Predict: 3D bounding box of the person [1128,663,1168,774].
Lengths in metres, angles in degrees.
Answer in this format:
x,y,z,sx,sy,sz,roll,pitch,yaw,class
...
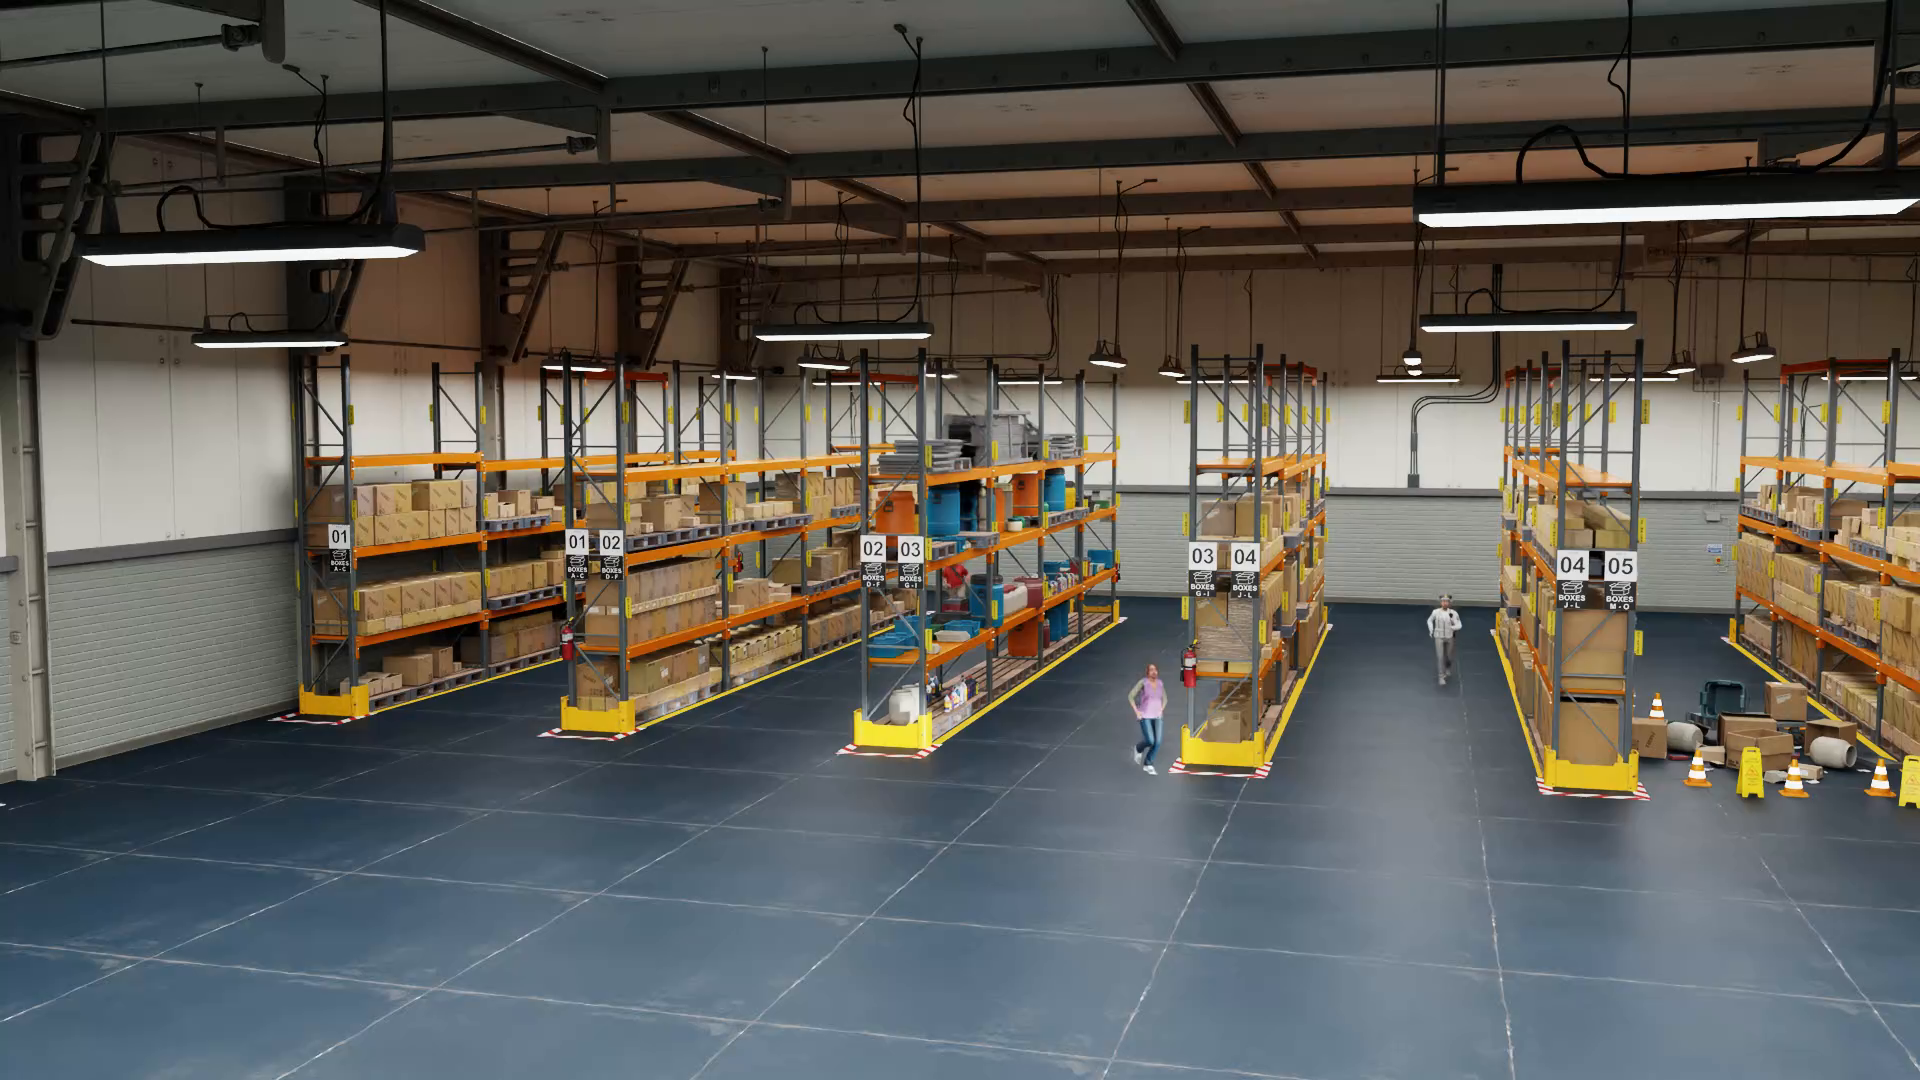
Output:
x,y,z,sx,sy,sz,roll,pitch,yaw,class
2.653,2.490,23.286,0.555,1.547,0.504,-2,5,-20,person

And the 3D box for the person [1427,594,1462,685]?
x,y,z,sx,sy,sz,roll,pitch,yaw,class
9.039,1.830,31.044,0.624,1.669,0.874,1,4,15,person

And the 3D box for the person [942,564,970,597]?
x,y,z,sx,sy,sz,roll,pitch,yaw,class
-0.113,1.211,39.493,0.711,1.694,0.794,0,4,3,person
